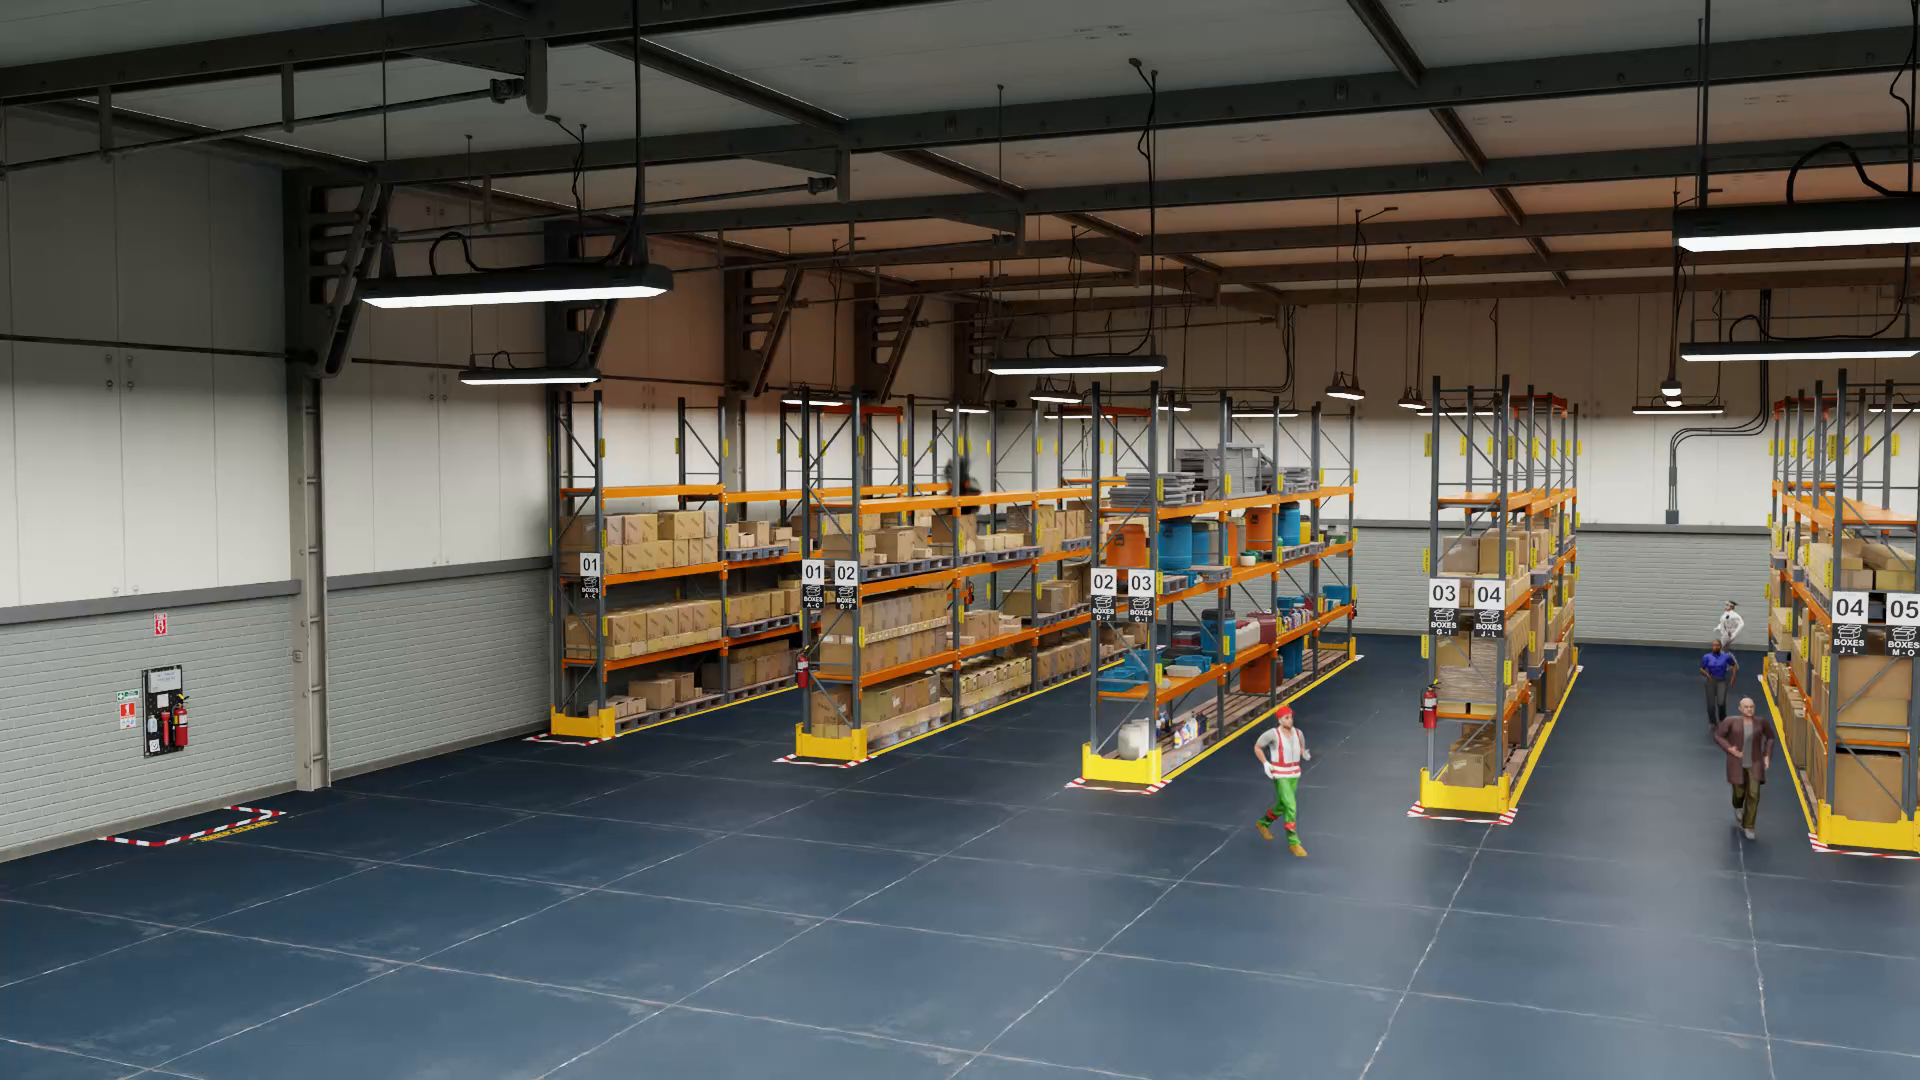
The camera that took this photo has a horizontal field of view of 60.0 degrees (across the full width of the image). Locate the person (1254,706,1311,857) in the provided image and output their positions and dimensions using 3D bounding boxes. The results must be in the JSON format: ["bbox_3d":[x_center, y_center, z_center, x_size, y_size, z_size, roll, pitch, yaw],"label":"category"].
[{"bbox_3d":[4.045,2.956,20.707,0.633,1.804,0.928,-2,4,-32],"label":"person"}]

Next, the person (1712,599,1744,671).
[{"bbox_3d":[17.054,2.144,36.919,0.642,1.685,0.673,0,3,4],"label":"person"}]

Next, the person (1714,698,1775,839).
[{"bbox_3d":[10.232,2.982,21.685,0.750,1.690,0.890,1,3,17],"label":"person"}]

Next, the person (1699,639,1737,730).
[{"bbox_3d":[13.355,2.570,29.312,0.598,1.646,0.632,1,3,25],"label":"person"}]
